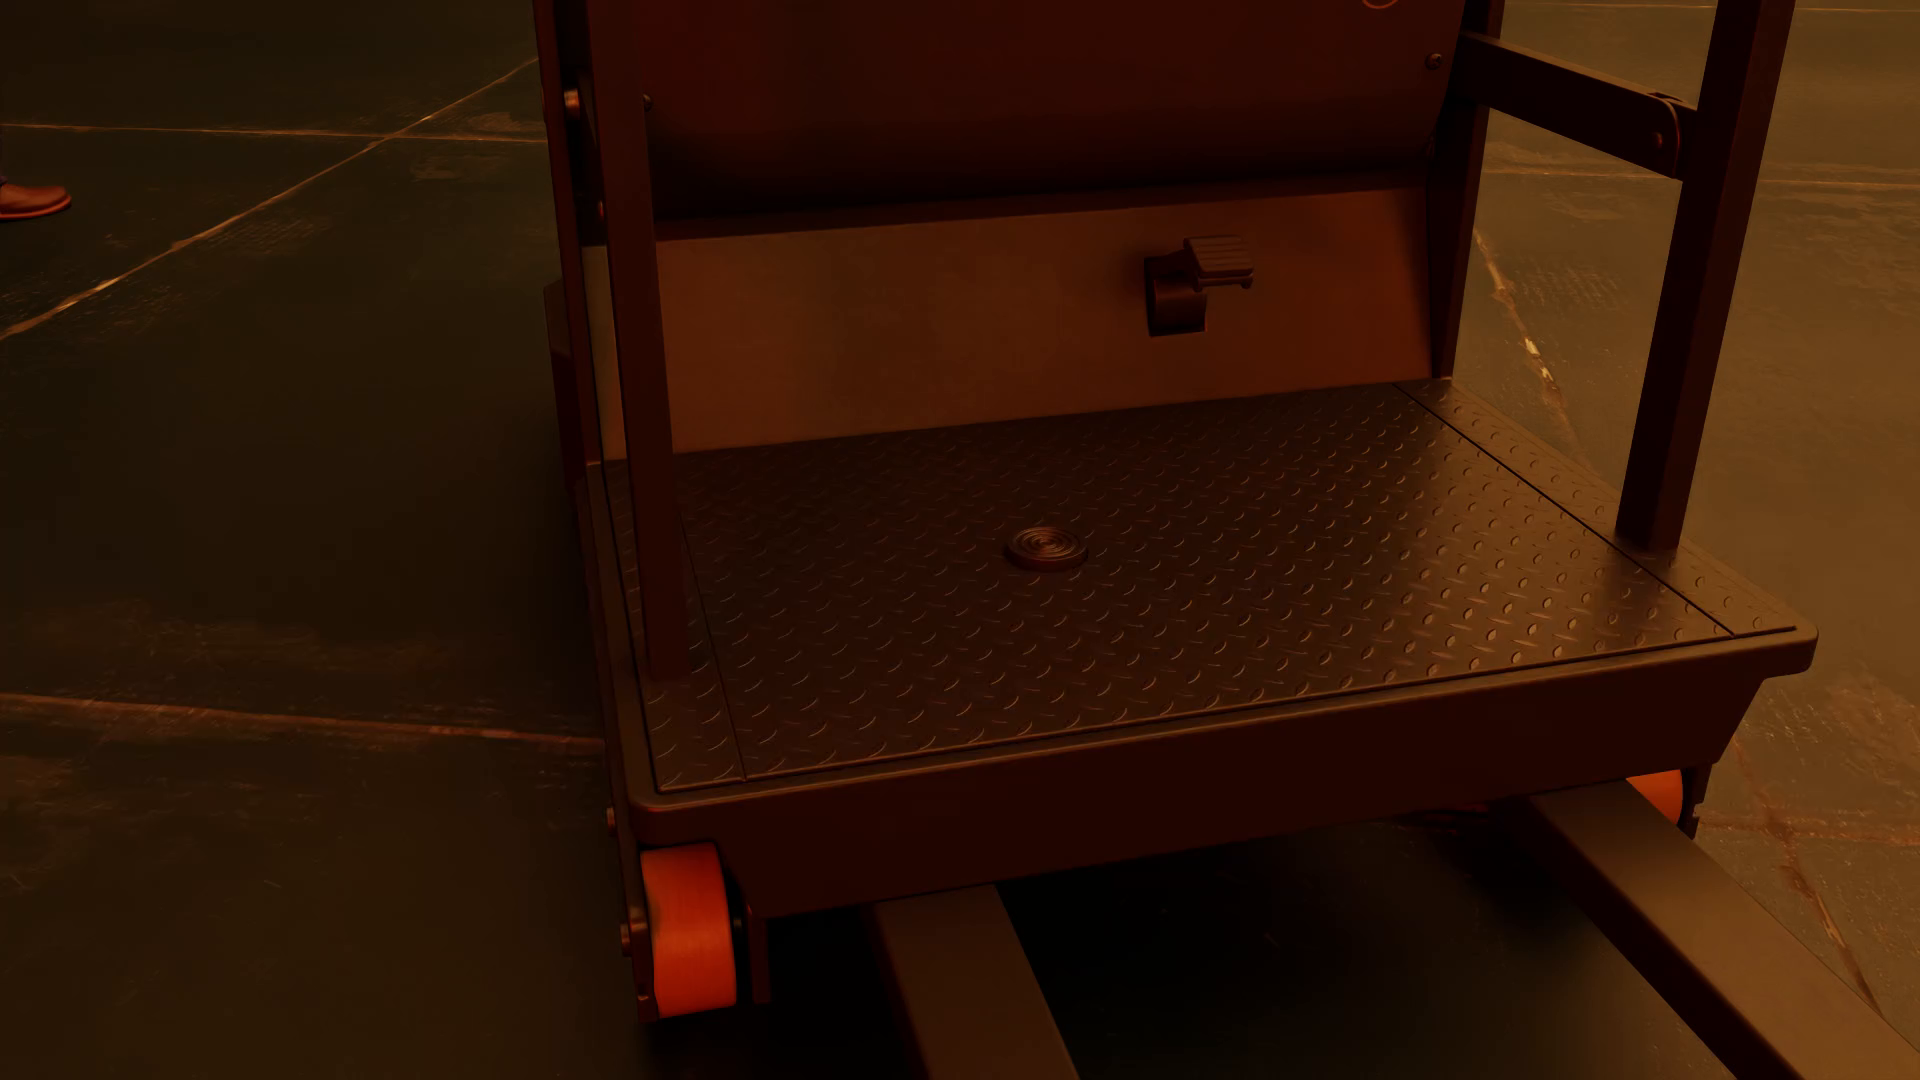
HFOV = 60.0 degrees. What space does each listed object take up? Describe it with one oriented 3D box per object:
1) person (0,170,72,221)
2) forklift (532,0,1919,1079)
[{"bbox_3d":[-2.495,-1.550,3.771,0.480,1.649,0.352,12,29,23],"label":"person"},{"bbox_3d":[0.153,-1.049,1.319,1.130,2.935,3.031,-7,27,-13],"label":"forklift"}]
